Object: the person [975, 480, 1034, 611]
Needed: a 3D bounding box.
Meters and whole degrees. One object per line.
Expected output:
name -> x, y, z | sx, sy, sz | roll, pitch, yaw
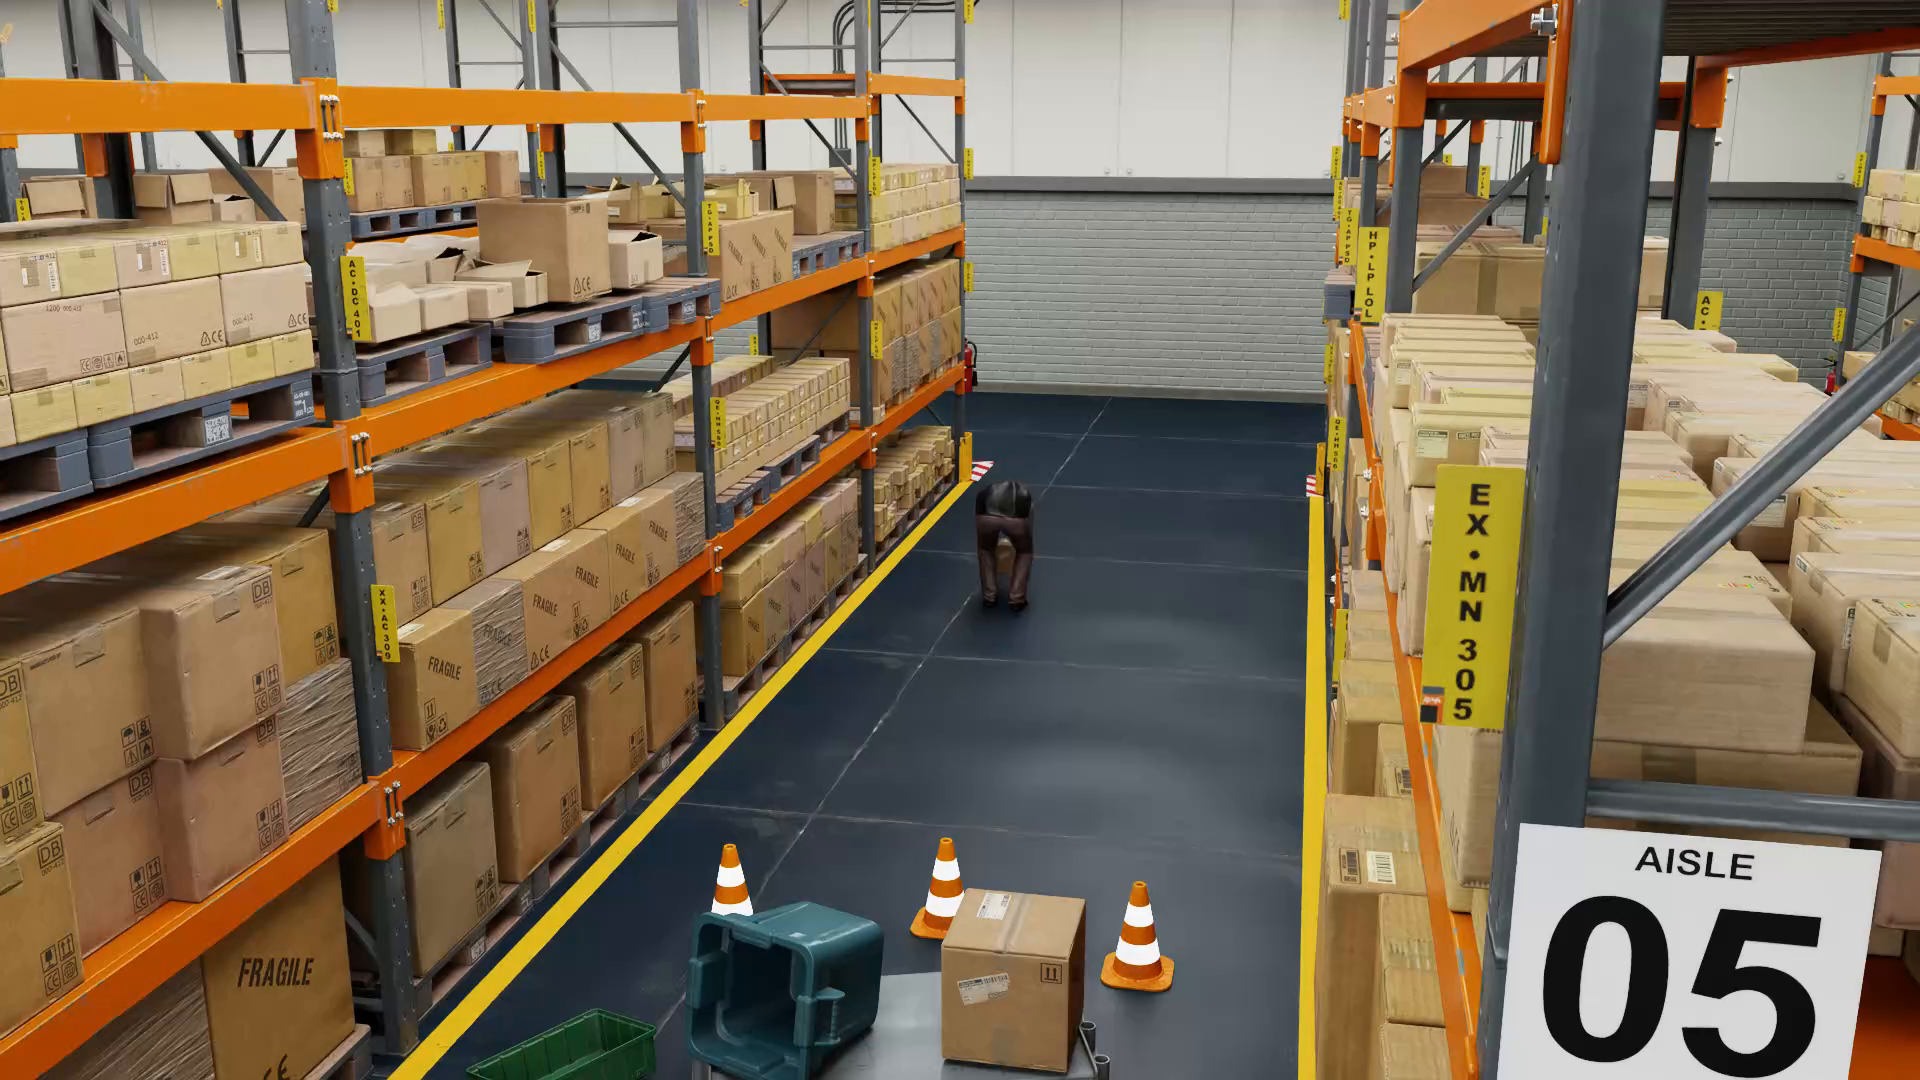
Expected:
person -> 0.392, -0.012, 13.912 | 0.475, 1.065, 0.957 | 2, 15, 9
